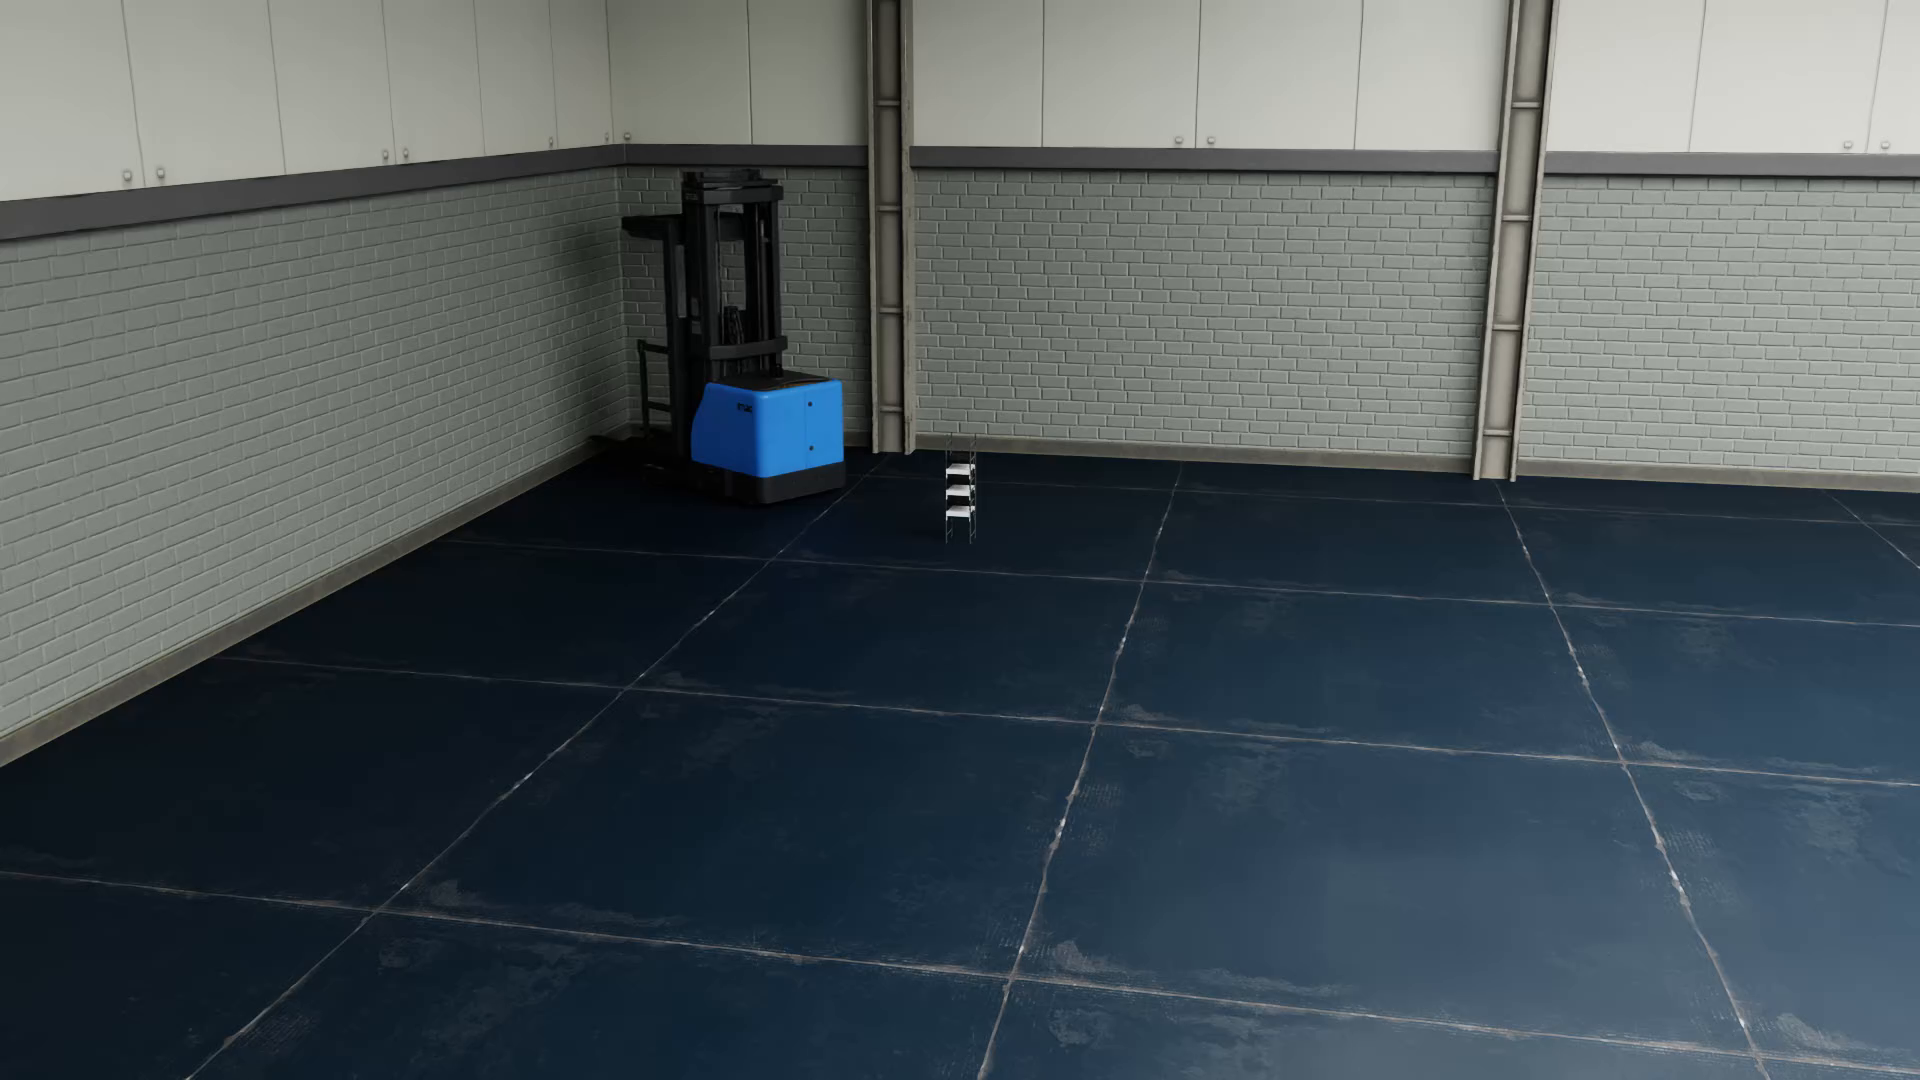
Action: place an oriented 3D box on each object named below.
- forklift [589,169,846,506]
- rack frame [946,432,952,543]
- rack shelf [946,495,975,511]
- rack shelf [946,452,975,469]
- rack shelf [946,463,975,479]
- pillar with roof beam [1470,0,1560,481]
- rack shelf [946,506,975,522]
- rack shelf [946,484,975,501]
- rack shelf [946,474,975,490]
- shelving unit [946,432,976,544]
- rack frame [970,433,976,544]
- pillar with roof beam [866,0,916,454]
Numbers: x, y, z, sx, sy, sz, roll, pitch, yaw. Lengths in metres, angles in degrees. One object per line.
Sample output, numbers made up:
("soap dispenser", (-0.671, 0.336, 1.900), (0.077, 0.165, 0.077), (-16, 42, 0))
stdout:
("forklift", (-2.473, -2.037, 15.857), (3.031, 2.935, 1.130), (15, 21, 42))
("rack frame", (-0.092, -0.439, 13.890), (0.006, 0.900, 0.240), (3, 16, 11))
("rack shelf", (0.008, -0.314, 13.903), (0.200, 0.077, 0.258), (3, 16, 11))
("rack shelf", (0.008, -0.661, 13.807), (0.200, 0.077, 0.258), (3, 16, 11))
("rack shelf", (0.008, -0.575, 13.831), (0.200, 0.077, 0.258), (3, 16, 11))
("pillar with roof beam", (4.336, -3.826, 10.946), (0.400, 9.000, 9.100), (3, 16, 11))
("rack shelf", (0.008, -0.228, 13.927), (0.200, 0.077, 0.258), (3, 16, 11))
("rack shelf", (0.008, -0.401, 13.879), (0.200, 0.077, 0.258), (3, 16, 11))
("rack shelf", (0.008, -0.488, 13.855), (0.200, 0.077, 0.258), (3, 16, 11))
("shelving unit", (0.008, -0.433, 13.870), (0.210, 0.900, 0.258), (3, 16, 11))
("rack frame", (0.108, -0.428, 13.851), (0.006, 0.900, 0.240), (3, 16, 11))
("pillar with roof beam", (-1.544, -4.145, 12.098), (0.400, 9.000, 9.100), (3, 16, 11))
